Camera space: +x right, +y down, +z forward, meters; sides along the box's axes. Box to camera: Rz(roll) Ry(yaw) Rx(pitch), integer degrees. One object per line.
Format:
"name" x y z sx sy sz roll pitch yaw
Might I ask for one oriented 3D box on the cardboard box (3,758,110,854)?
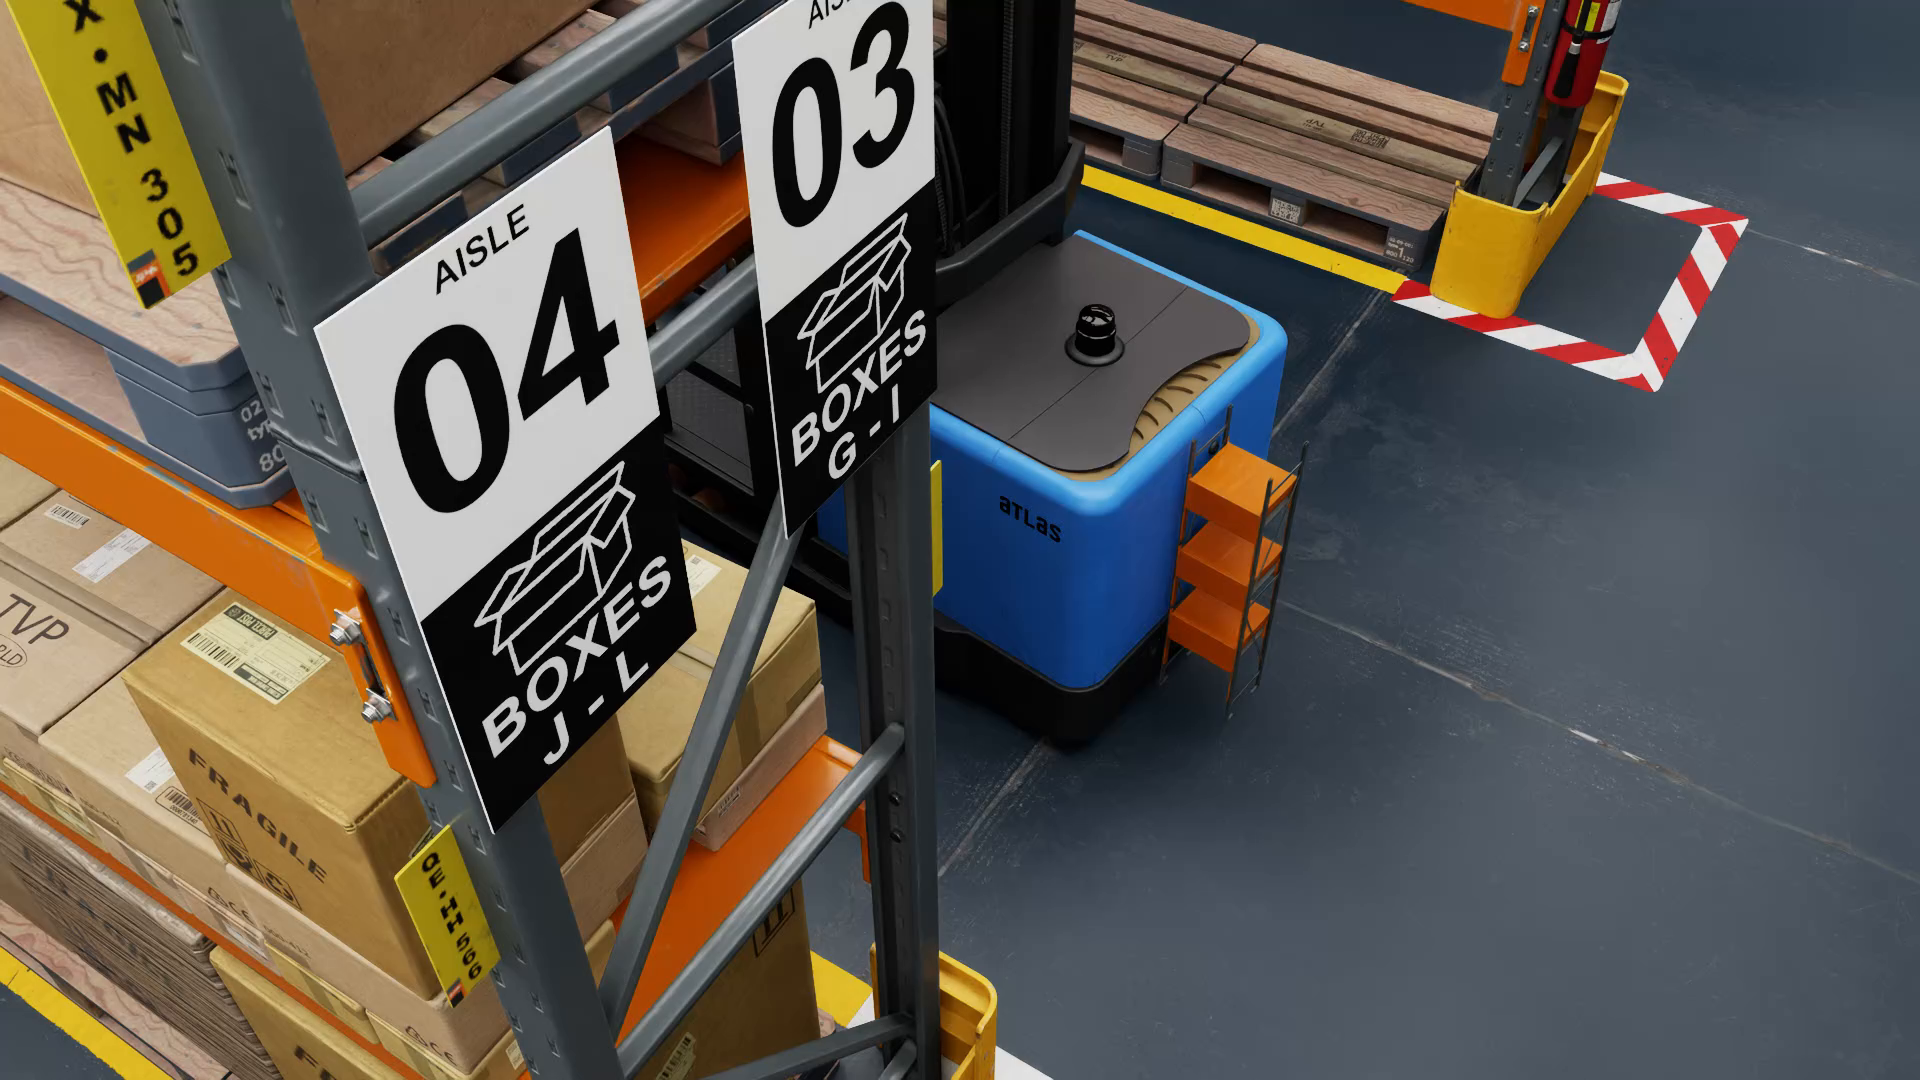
"cardboard box" -1.704 0.419 3.427 0.250 0.149 0.380 24 50 21

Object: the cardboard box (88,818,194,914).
"cardboard box" -1.485 0.518 3.330 0.250 0.149 0.380 26 51 23

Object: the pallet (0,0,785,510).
"pallet" -0.996 -0.631 2.242 1.213 0.211 1.003 25 51 22

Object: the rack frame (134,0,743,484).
"rack frame" -0.366 -1.426 0.861 0.127 3.000 1.000 25 51 22

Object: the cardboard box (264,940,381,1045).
"cardboard box" -1.063 0.714 3.140 0.250 0.149 0.380 25 51 22

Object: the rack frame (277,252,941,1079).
"rack frame" -0.366 0.665 3.013 0.127 3.000 1.000 25 51 22

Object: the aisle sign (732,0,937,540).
"aisle sign" -0.144 -0.395 2.229 0.004 0.787 0.394 25 51 22

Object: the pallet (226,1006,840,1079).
"pallet" -1.081 1.374 4.268 1.213 0.211 1.003 25 51 22

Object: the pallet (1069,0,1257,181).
"pallet" 0.612 -2.169 7.711 1.213 0.211 1.003 25 51 22

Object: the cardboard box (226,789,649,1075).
"cardboard box" -0.917 0.586 2.986 0.500 0.250 0.500 24 50 22

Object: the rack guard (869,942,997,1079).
"rack guard" -0.346 1.545 3.900 0.348 0.500 1.175 25 51 22

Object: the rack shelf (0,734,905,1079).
"rack shelf" -2.050 0.141 4.023 4.000 0.370 1.077 25 51 22

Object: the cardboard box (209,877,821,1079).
"cardboard box" -0.948 1.059 3.818 0.875 0.875 0.875 25 51 22

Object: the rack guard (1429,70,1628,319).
"rack guard" 2.335 -1.453 6.813 0.348 0.500 1.175 25 51 22

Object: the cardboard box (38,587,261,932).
"cardboard box" -1.344 0.389 3.178 0.500 0.250 0.500 24 50 21

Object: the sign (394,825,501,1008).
"sign" -0.671 0.501 2.199 0.005 0.325 0.100 25 51 22

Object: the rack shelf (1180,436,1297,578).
"rack shelf" 0.794 -0.094 4.728 0.240 0.259 0.215 30 53 26

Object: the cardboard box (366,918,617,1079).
"cardboard box" -0.844 0.813 3.043 0.250 0.149 0.380 26 51 23

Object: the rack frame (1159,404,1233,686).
"rack frame" 0.699 0.041 4.978 0.008 1.050 0.200 30 53 26

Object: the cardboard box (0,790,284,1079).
"cardboard box" -1.714 0.707 4.160 0.875 0.875 0.875 25 51 22

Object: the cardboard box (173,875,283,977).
"cardboard box" -1.275 0.615 3.236 0.250 0.149 0.380 25 51 22

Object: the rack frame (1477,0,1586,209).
"rack frame" 2.308 -2.325 5.918 0.127 3.000 1.000 25 51 22

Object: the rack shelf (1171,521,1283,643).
"rack shelf" 0.794 0.104 4.932 0.240 0.259 0.215 30 53 26

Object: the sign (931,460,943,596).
"sign" -0.062 0.003 2.997 0.005 0.325 0.100 25 51 22

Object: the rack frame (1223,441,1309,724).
"rack frame" 0.889 0.151 4.871 0.008 1.050 0.200 30 53 26

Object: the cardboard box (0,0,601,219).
"cardboard box" -0.833 -0.766 1.879 0.500 0.500 0.700 22 50 20

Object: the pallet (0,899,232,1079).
"pallet" -2.104 0.901 4.727 1.213 0.211 1.003 25 51 22

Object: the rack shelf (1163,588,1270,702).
"rack shelf" 0.794 0.297 5.131 0.240 0.259 0.215 30 53 26

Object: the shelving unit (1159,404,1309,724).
"shelving unit" 0.794 0.096 4.924 0.252 1.050 0.215 30 53 26

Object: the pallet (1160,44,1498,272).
"pallet" 1.635 -1.696 7.251 1.213 0.211 1.003 25 51 22

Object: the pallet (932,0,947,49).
"pallet" -0.419 -2.641 8.169 1.213 0.211 1.003 25 51 22

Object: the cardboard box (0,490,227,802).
"cardboard box" -1.773 0.192 3.369 0.500 0.250 0.500 23 50 21

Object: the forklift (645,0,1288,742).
"forklift" -0.483 -1.303 4.972 3.031 2.935 1.130 30 53 26

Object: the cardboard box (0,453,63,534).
"cardboard box" -2.213 -0.007 3.562 0.500 0.250 0.500 25 51 22

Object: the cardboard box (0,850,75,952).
"cardboard box" -2.463 0.362 4.495 0.875 0.875 0.875 25 51 22

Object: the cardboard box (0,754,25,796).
"cardboard box" -1.923 0.319 3.524 0.250 0.149 0.380 25 51 22

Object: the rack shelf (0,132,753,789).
"rack shelf" -2.050 -0.904 2.947 4.000 0.370 1.077 25 51 22

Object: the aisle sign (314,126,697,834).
"aisle sign" -0.468 -0.032 1.877 0.004 0.787 0.394 25 51 22

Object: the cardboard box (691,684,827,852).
"cardboard box" -0.487 0.416 3.430 0.250 0.149 0.380 25 51 23

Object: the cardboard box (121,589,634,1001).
"cardboard box" -0.918 0.322 2.720 0.500 0.500 0.500 25 51 23

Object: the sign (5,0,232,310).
"sign" -0.671 -0.339 1.335 0.005 0.325 0.100 25 51 22

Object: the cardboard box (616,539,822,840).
"cardboard box" -0.624 0.264 3.299 0.500 0.250 0.500 23 50 21

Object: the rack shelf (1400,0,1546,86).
"rack shelf" 0.624 -2.849 6.928 4.000 0.370 1.077 25 51 22

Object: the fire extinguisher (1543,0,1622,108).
"fire extinguisher" 2.189 -1.836 5.756 0.183 0.674 0.296 25 51 22
